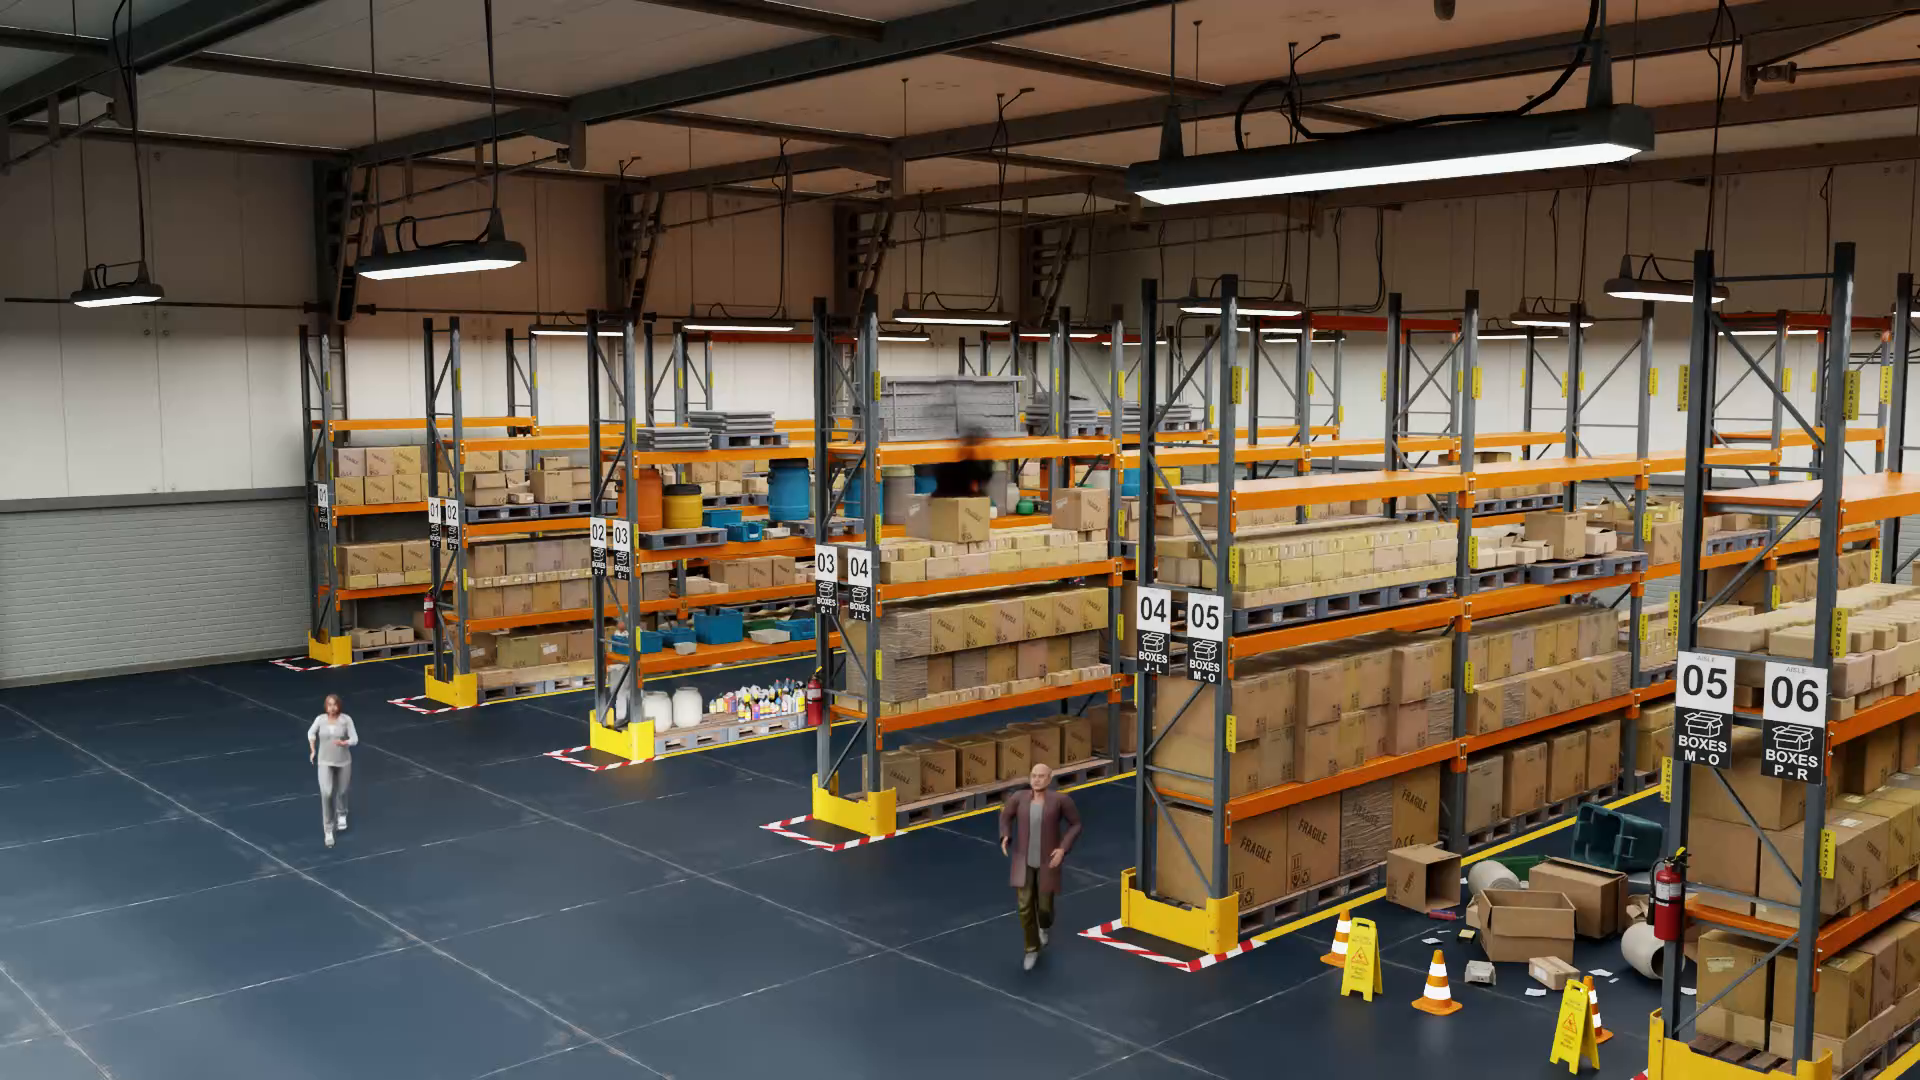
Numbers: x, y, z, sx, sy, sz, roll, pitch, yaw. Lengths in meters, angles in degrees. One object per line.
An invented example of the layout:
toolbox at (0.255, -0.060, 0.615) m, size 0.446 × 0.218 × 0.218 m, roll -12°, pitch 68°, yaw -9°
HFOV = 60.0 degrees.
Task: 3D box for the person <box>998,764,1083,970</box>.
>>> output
person at (0.688, 2.840, 14.669) m, size 0.760 × 1.757 × 0.702 m, roll 2°, pitch 6°, yaw 18°

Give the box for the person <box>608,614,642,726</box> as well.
person at (-4.910, 1.896, 24.521) m, size 0.608 × 1.643 × 0.684 m, roll 5°, pitch 7°, yaw 38°

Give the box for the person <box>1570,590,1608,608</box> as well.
person at (10.198, 1.583, 27.121) m, size 0.686 × 1.793 × 0.764 m, roll 5°, pitch 8°, yaw 40°

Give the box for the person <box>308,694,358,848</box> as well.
person at (-6.918, 2.509, 18.381) m, size 0.510 × 1.643 × 0.737 m, roll -2°, pitch 6°, yaw -21°
